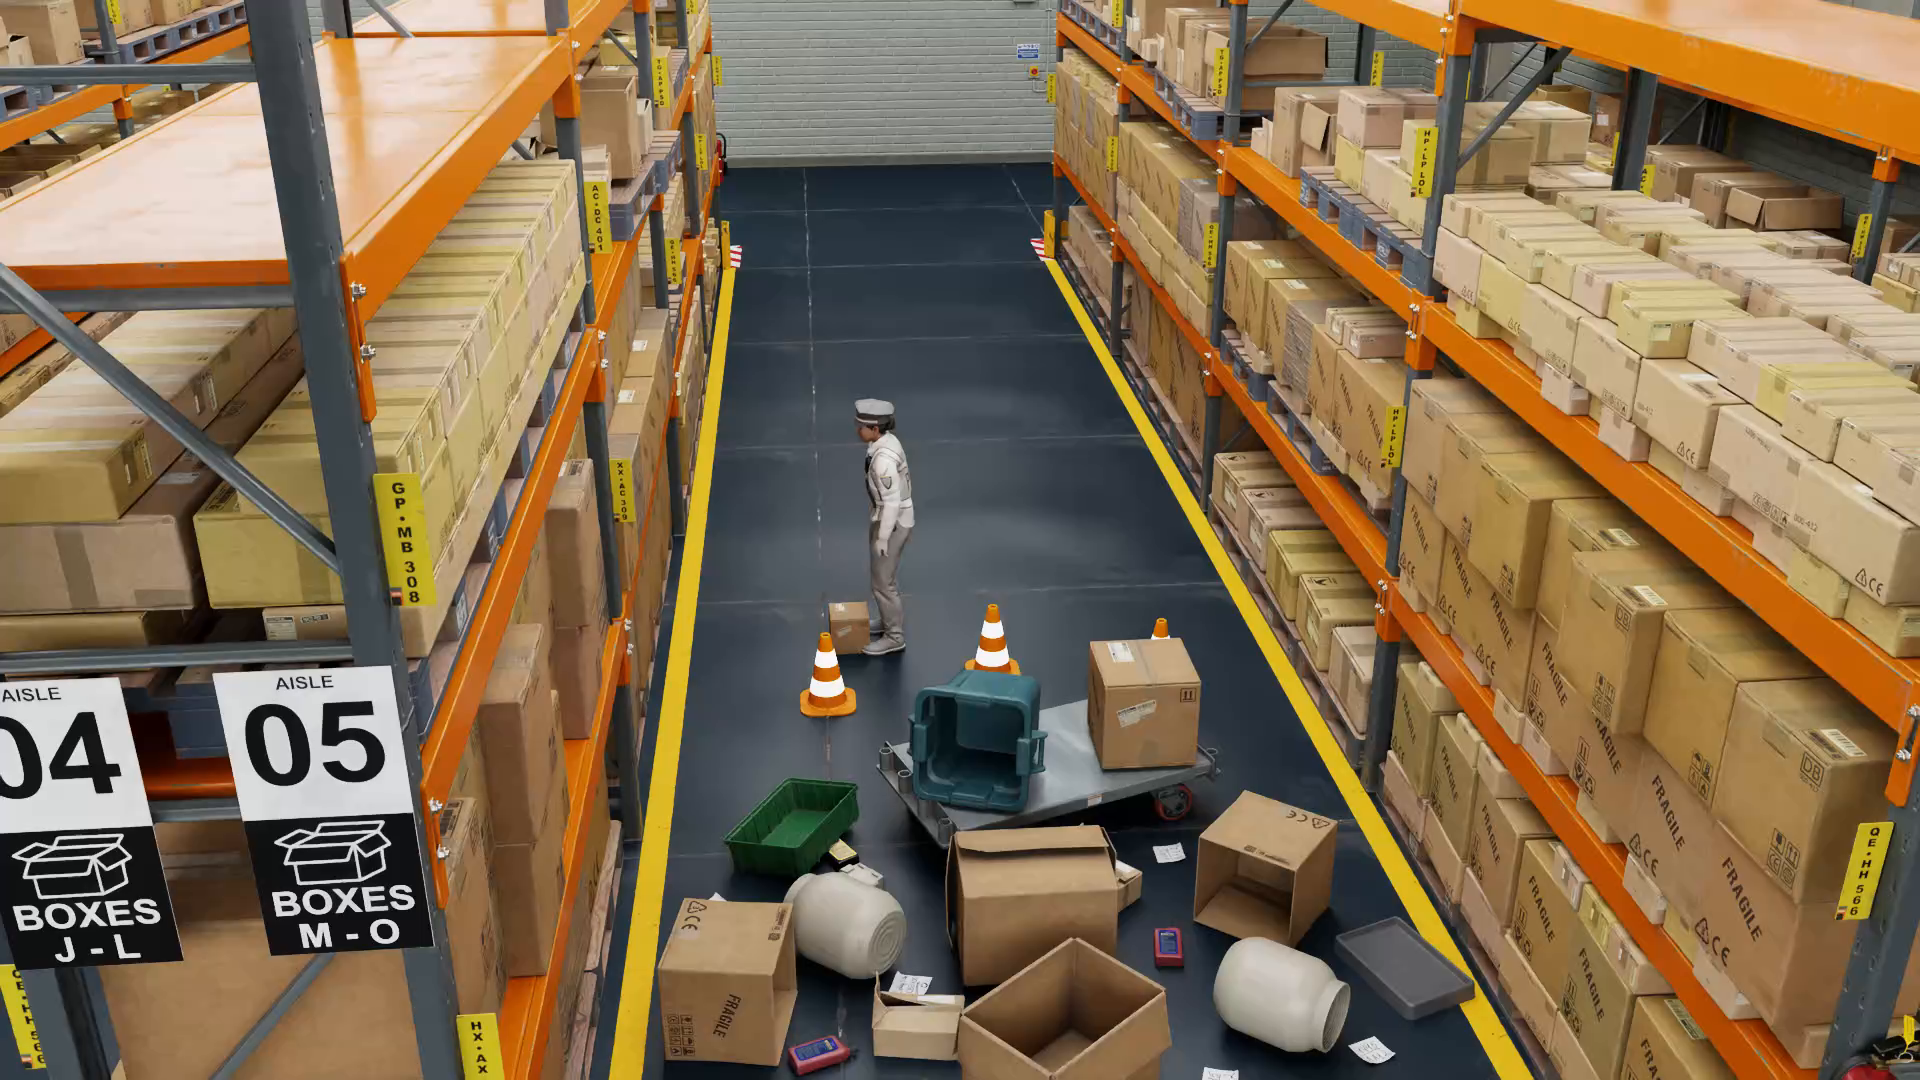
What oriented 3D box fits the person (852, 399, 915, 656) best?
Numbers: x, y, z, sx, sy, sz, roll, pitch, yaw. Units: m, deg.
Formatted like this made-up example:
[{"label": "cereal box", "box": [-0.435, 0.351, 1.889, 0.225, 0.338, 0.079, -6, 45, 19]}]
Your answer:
[{"label": "person", "box": [-0.477, -0.091, 10.509, 0.376, 1.662, 0.527, -2, 24, -5]}]
